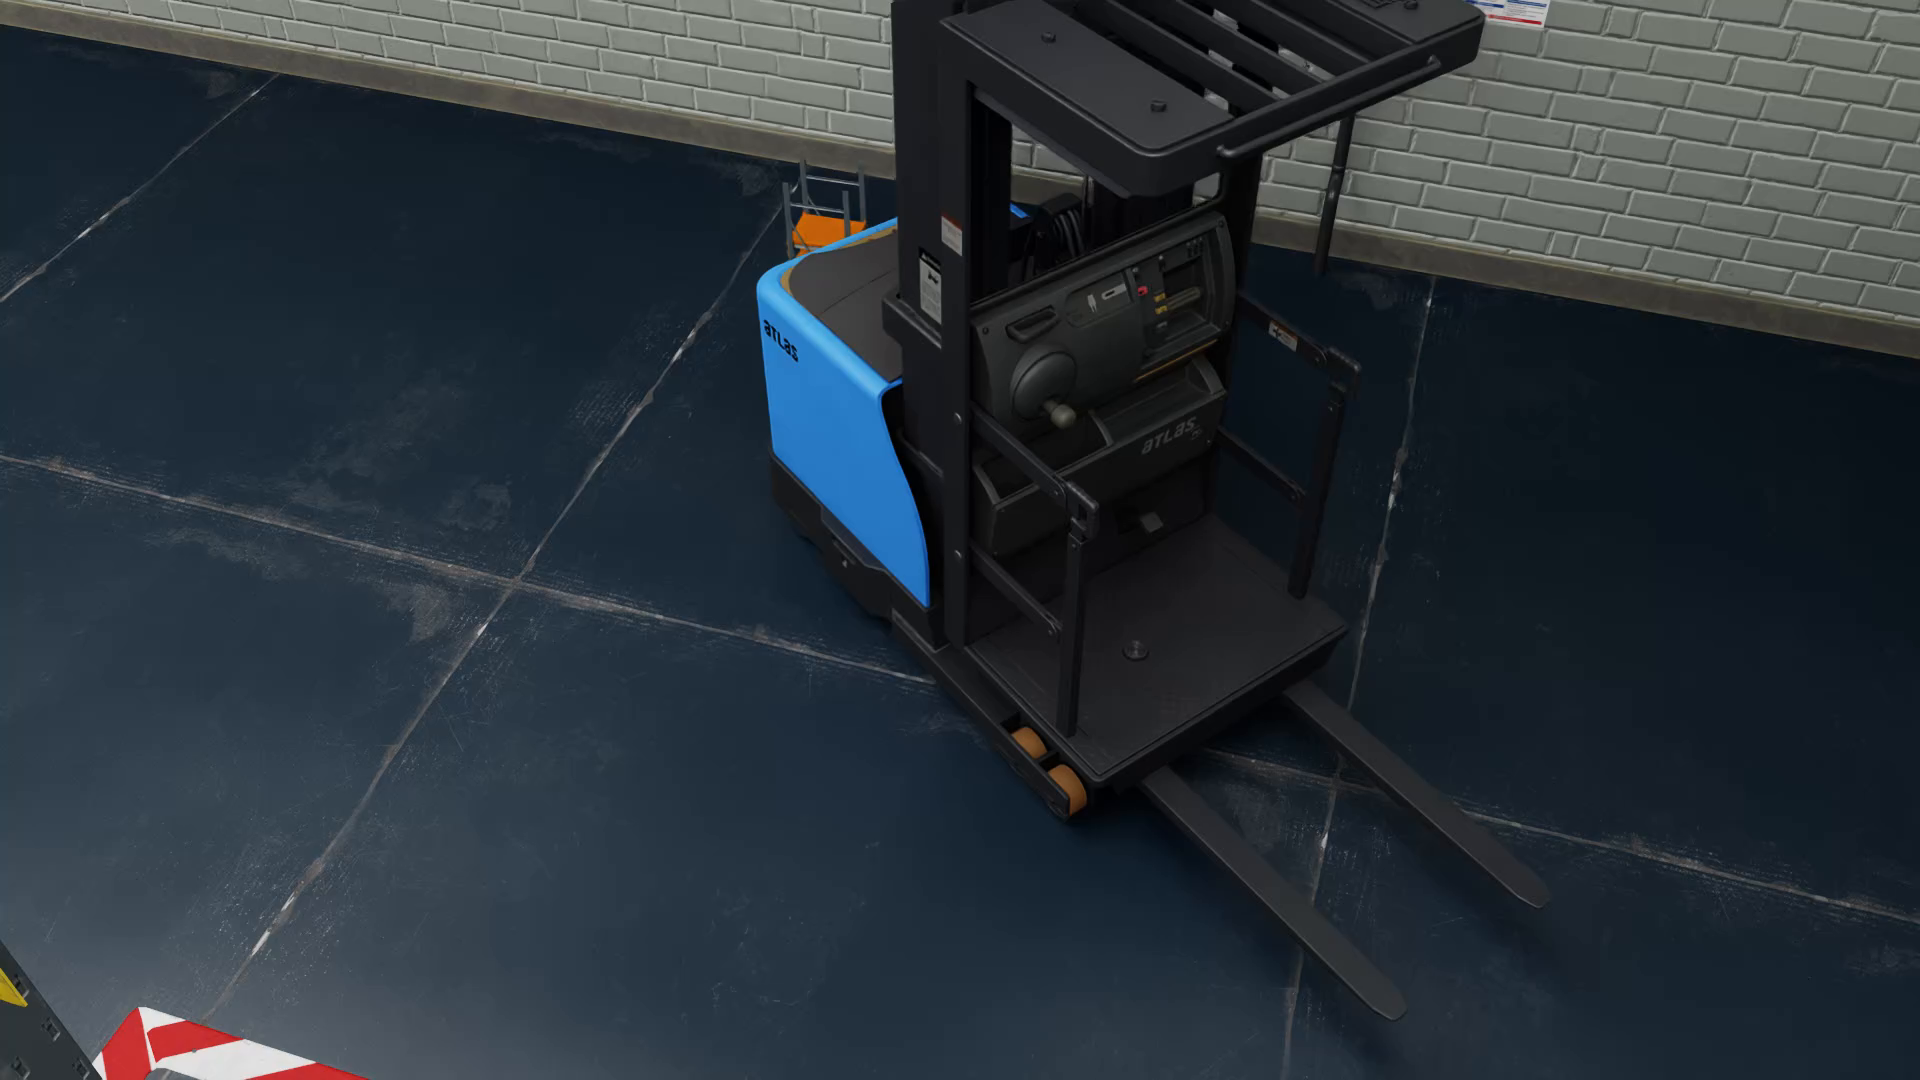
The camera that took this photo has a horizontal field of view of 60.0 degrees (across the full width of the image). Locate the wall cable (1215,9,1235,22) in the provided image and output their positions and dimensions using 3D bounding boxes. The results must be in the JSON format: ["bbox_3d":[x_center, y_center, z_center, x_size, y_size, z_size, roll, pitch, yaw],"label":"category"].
[{"bbox_3d":[1.024,-2.858,6.299,0.588,1.984,0.122,13,46,13],"label":"wall cable"}]

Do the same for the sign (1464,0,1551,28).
[{"bbox_3d":[2.160,-2.245,6.467,0.329,0.494,0.001,13,46,13],"label":"sign"}]

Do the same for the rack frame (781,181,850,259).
[{"bbox_3d":[-0.509,-0.804,6.214,0.240,1.200,0.006,10,45,10],"label":"rack frame"}]

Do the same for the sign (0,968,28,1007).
[{"bbox_3d":[-1.504,0.602,2.493,0.100,0.325,0.005,13,46,13],"label":"sign"}]

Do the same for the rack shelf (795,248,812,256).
[{"bbox_3d":[-0.486,-1.006,6.140,0.258,0.103,0.180,10,45,10],"label":"rack shelf"}]

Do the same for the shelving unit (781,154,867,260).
[{"bbox_3d":[-0.486,-0.866,6.277,0.258,1.200,0.189,10,45,10],"label":"shelving unit"}]

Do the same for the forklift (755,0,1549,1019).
[{"bbox_3d":[0.562,-0.558,4.725,1.130,2.935,3.031,-27,51,-25],"label":"forklift"}]

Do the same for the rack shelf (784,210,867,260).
[{"bbox_3d":[-0.486,-1.092,6.056,0.258,0.103,0.180,10,45,10],"label":"rack shelf"}]

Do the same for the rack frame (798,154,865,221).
[{"bbox_3d":[-0.463,-0.928,6.340,0.240,1.200,0.006,10,45,10],"label":"rack frame"}]

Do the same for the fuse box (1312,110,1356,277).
[{"bbox_3d":[1.627,-1.785,6.850,0.539,1.711,0.414,13,46,13],"label":"fuse box"}]
